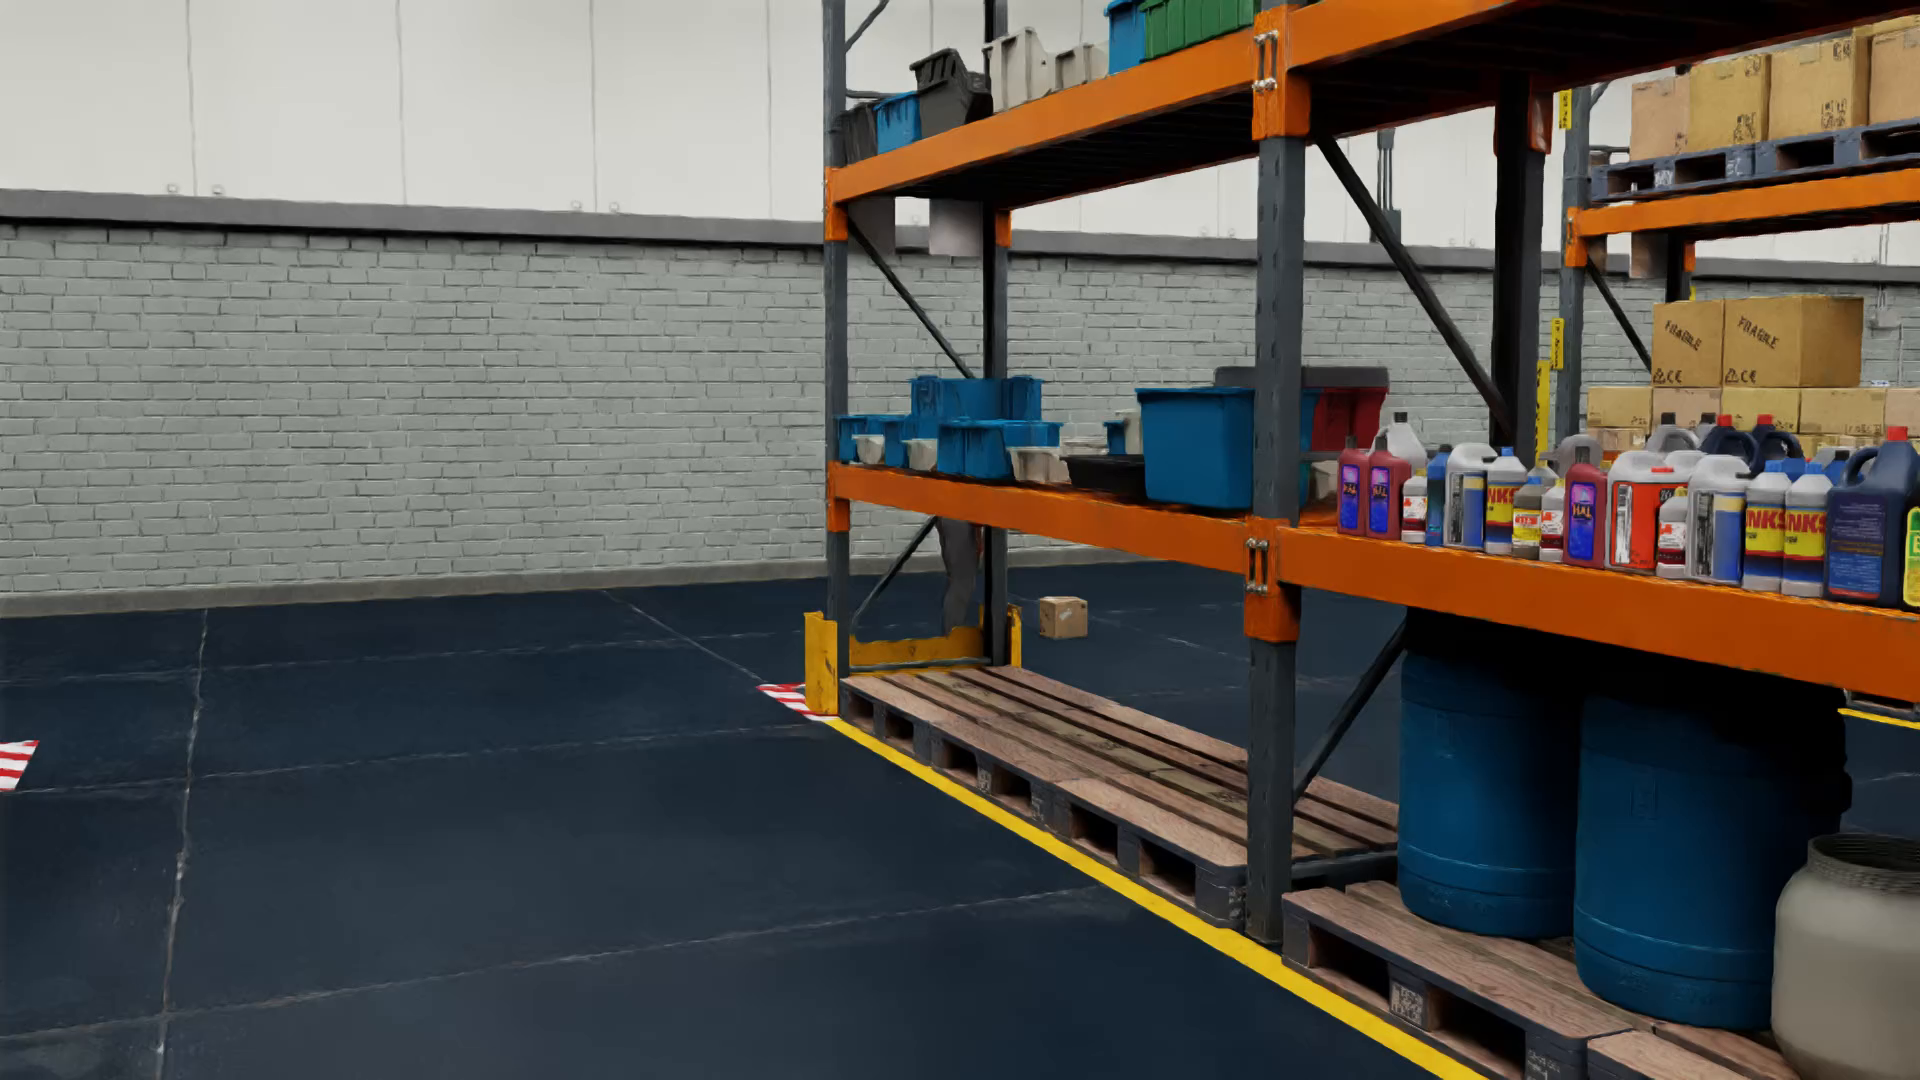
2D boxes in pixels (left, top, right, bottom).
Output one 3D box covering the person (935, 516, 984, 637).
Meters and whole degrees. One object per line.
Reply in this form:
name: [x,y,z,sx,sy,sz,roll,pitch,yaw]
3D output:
person: [0.038,-0.091,10.215,0.406,1.663,0.542,-2,6,-18]
